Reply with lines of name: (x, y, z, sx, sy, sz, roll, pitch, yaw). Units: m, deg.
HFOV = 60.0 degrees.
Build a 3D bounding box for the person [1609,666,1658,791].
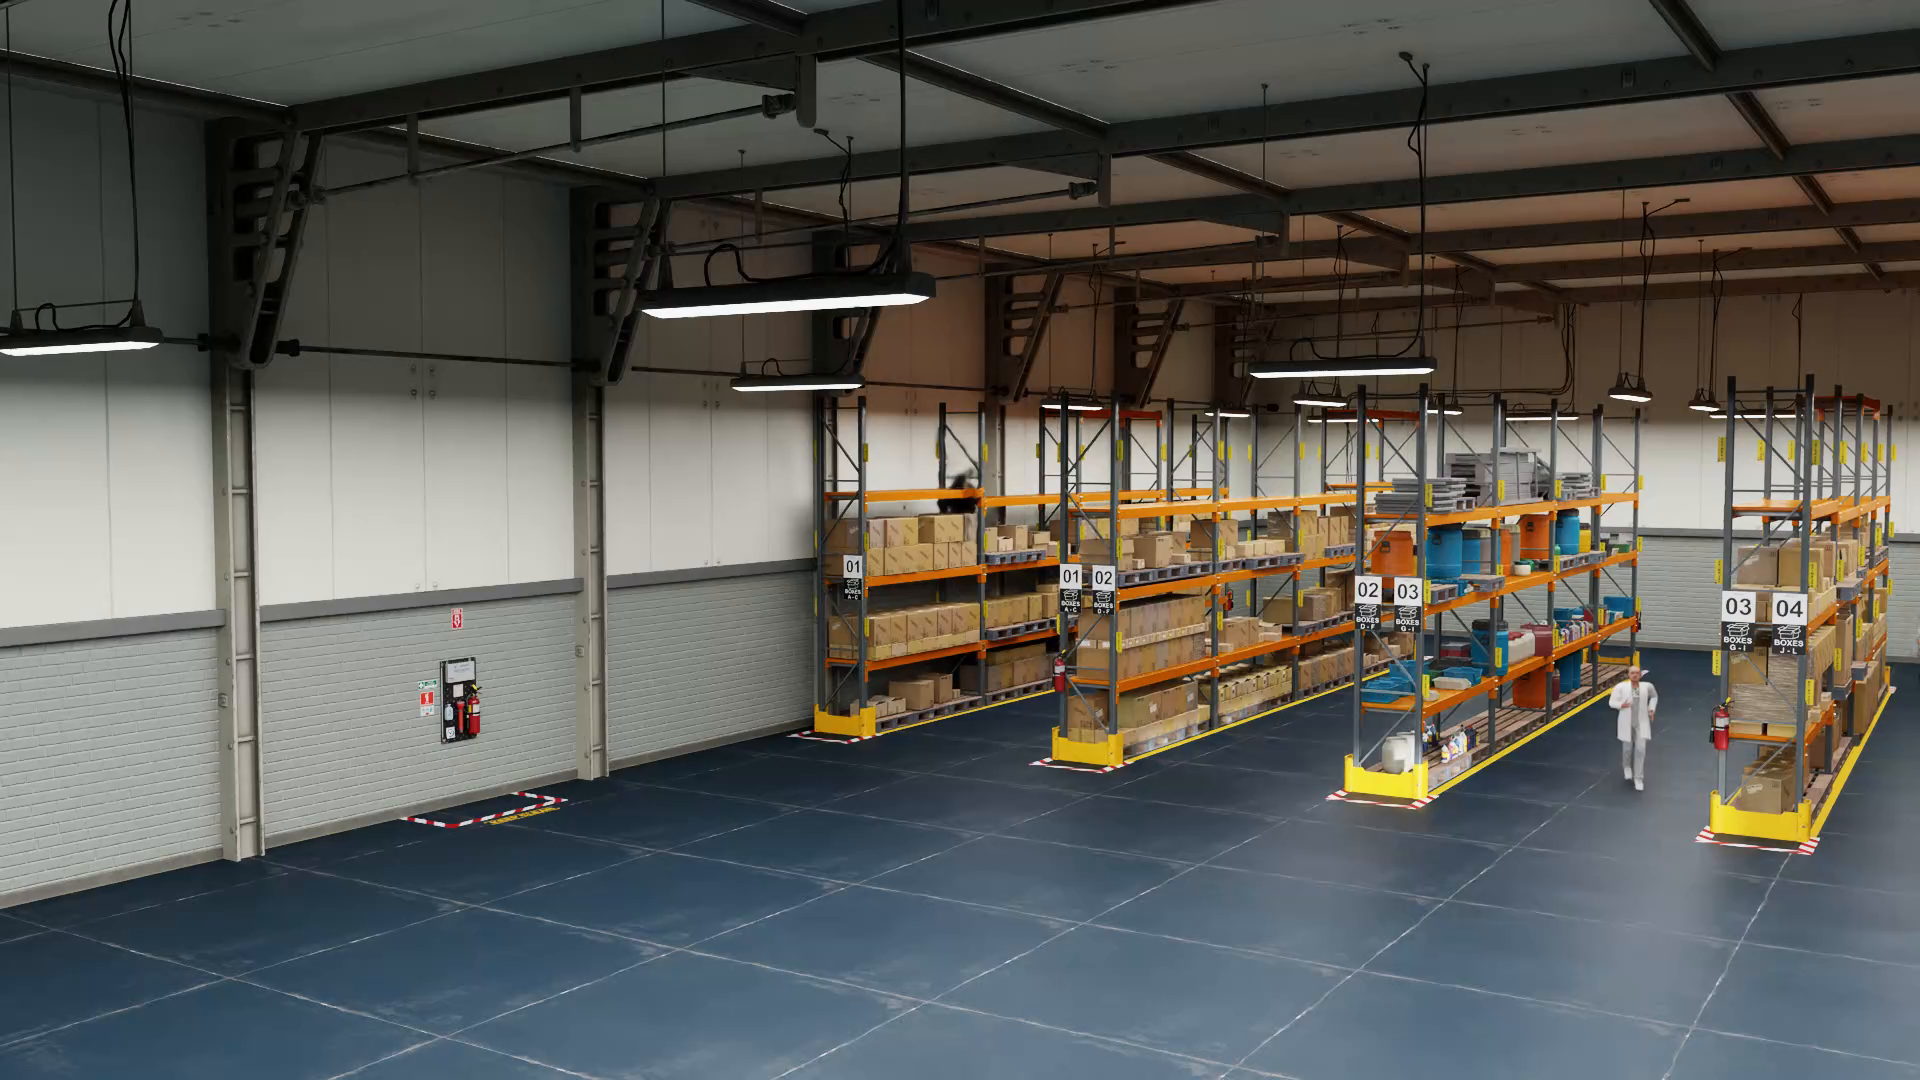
person: (10.087, 2.772, 24.899, 0.701, 1.784, 1.034, 1, 3, 18)
